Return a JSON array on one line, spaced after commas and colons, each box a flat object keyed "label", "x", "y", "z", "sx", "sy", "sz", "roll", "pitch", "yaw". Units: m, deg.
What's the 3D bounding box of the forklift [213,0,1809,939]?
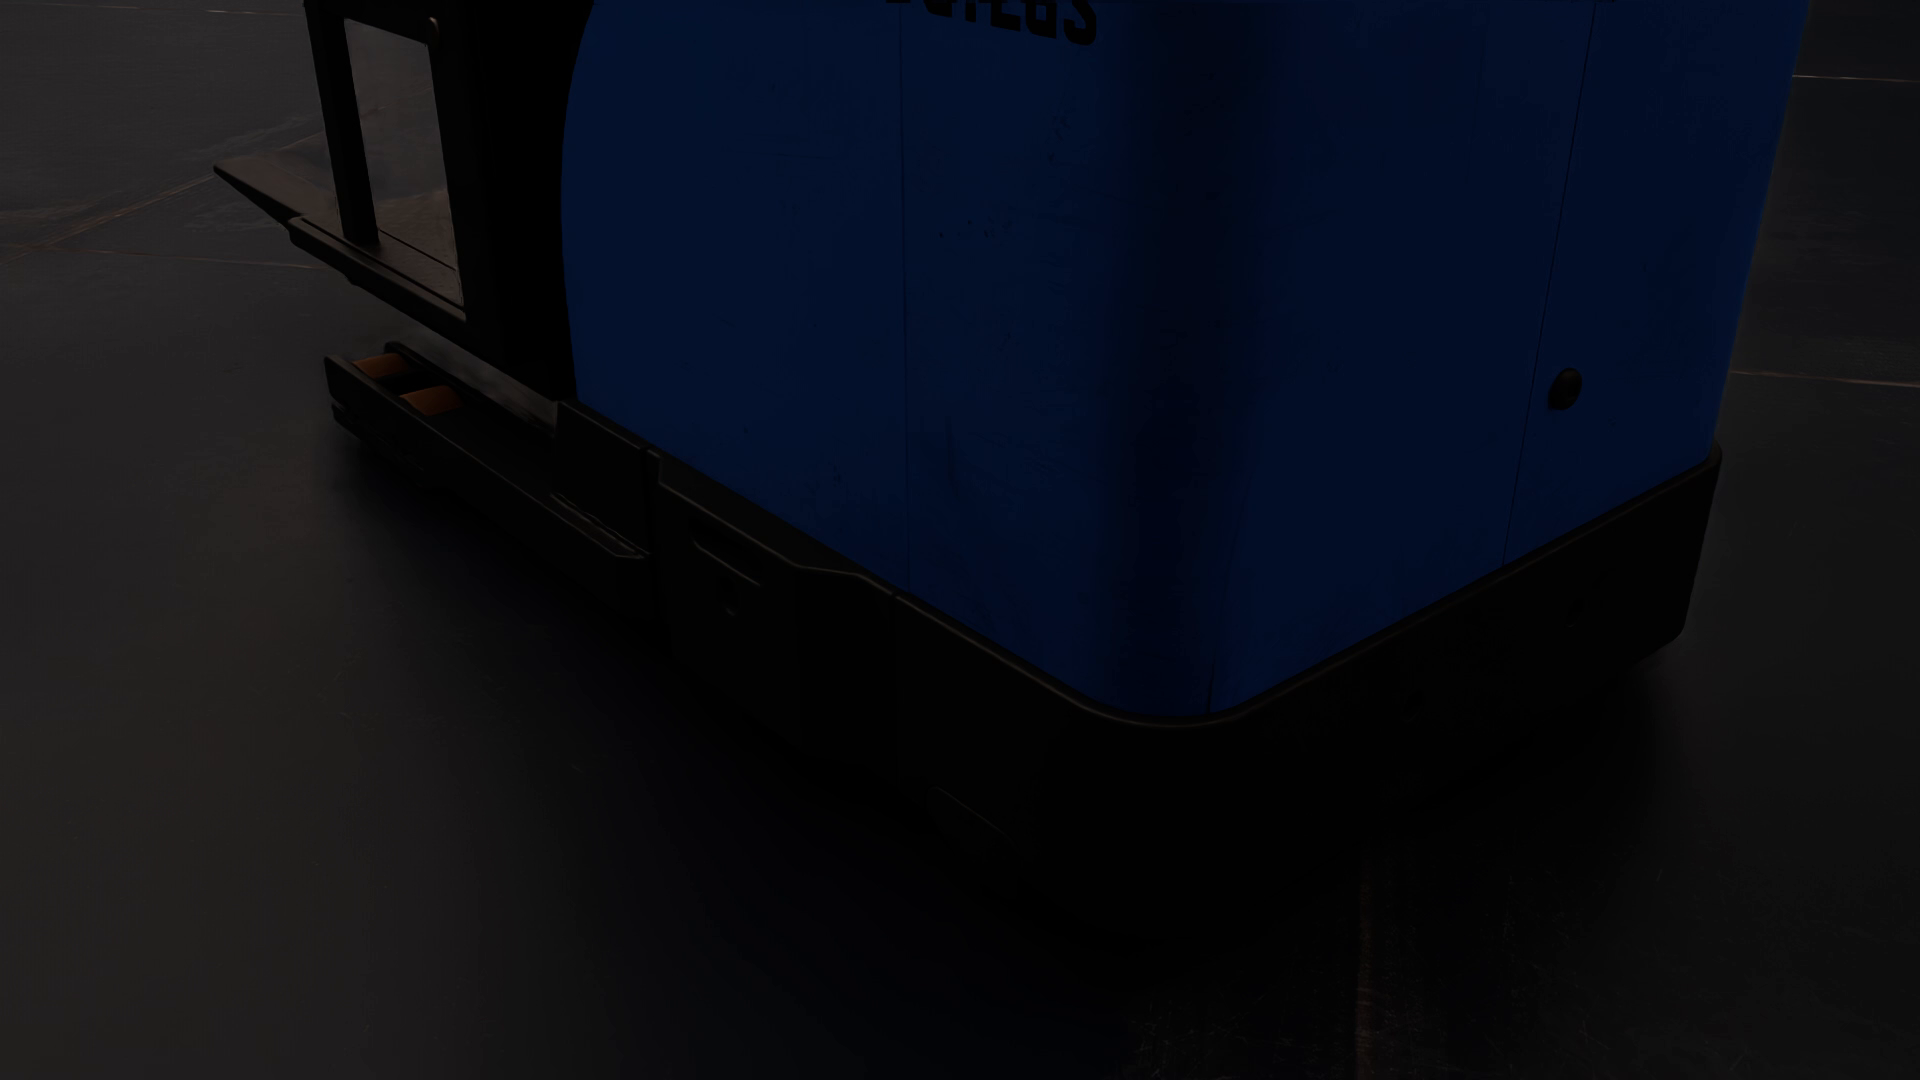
[{"label": "forklift", "x": -0.402, "y": -1.516, "z": 2.252, "sx": 1.130, "sy": 2.935, "sz": 3.031, "roll": -21, "pitch": 33, "yaw": -35}]
